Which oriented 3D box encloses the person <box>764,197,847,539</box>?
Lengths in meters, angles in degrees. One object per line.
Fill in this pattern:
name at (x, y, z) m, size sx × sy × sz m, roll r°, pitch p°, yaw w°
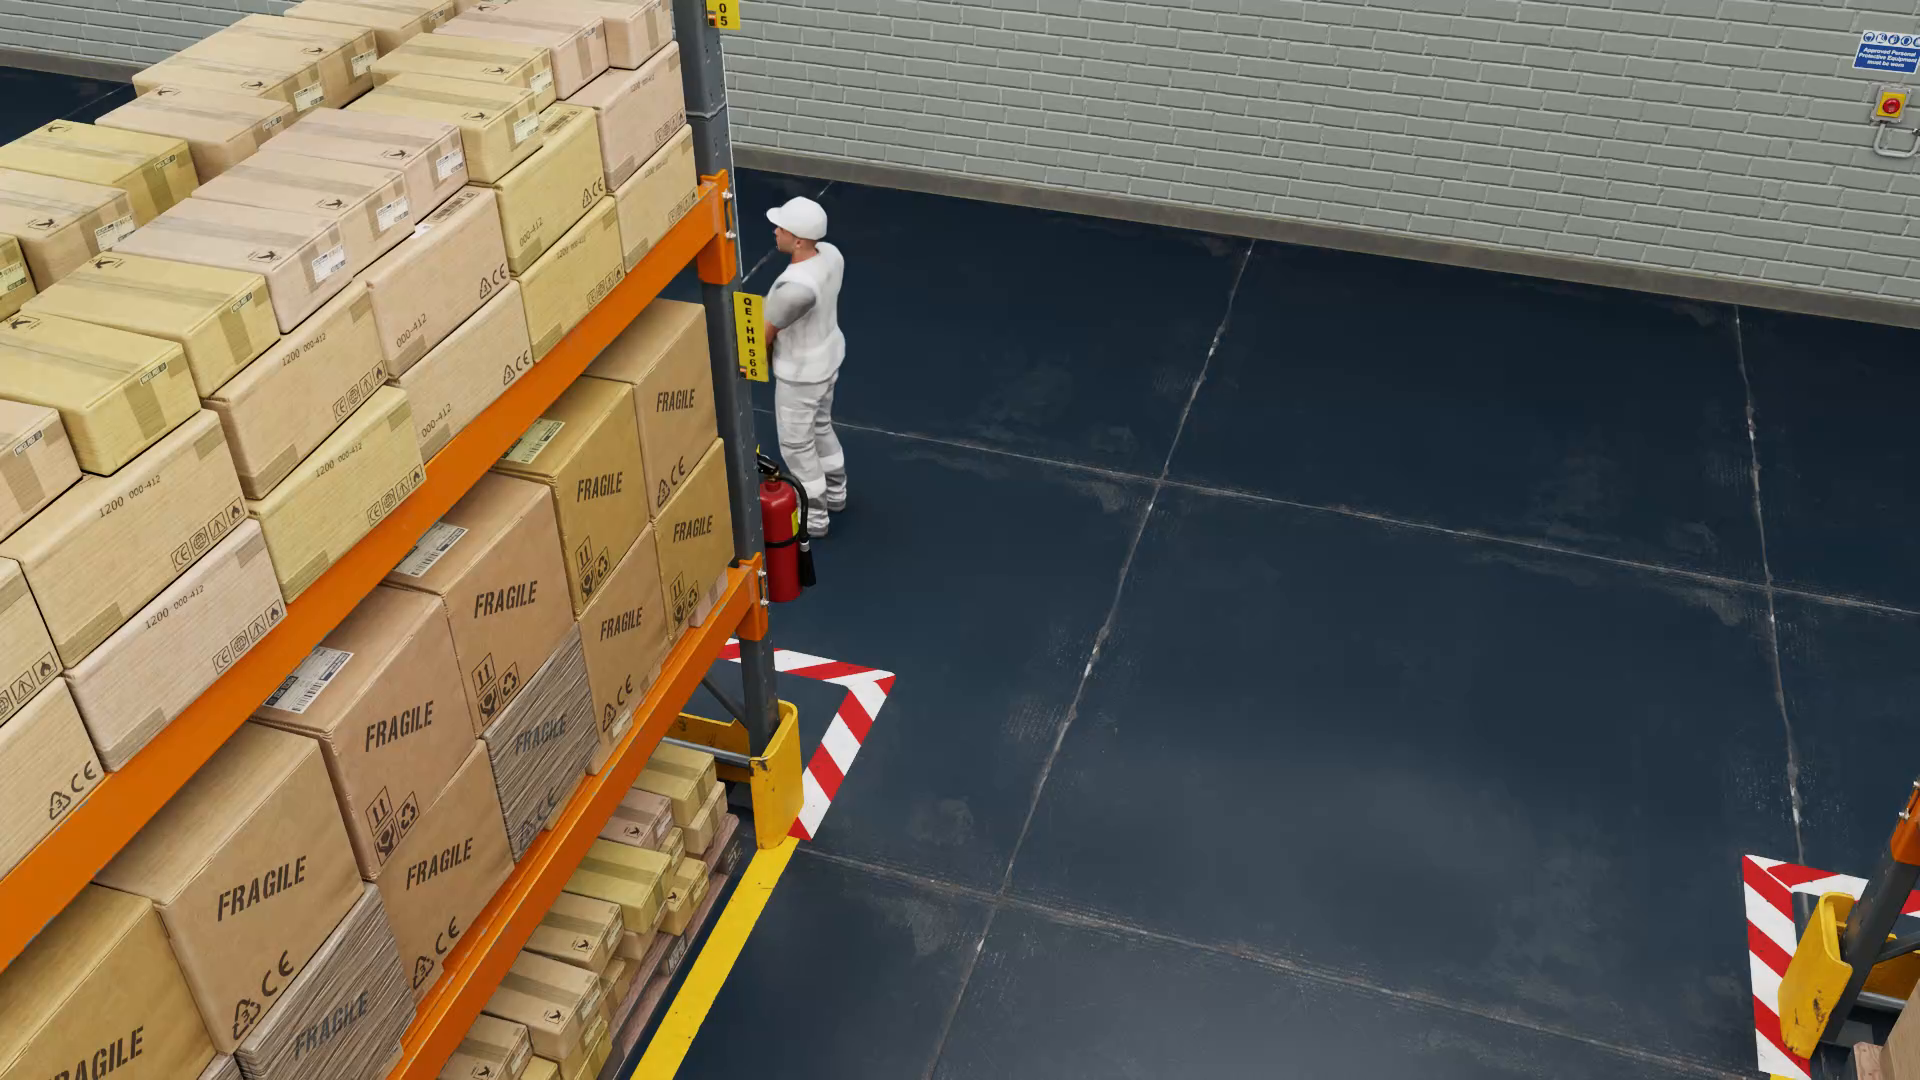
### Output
person at (-0.843, -0.837, 7.995) m, size 0.558 × 1.786 × 0.495 m, roll 11°, pitch 38°, yaw 14°
